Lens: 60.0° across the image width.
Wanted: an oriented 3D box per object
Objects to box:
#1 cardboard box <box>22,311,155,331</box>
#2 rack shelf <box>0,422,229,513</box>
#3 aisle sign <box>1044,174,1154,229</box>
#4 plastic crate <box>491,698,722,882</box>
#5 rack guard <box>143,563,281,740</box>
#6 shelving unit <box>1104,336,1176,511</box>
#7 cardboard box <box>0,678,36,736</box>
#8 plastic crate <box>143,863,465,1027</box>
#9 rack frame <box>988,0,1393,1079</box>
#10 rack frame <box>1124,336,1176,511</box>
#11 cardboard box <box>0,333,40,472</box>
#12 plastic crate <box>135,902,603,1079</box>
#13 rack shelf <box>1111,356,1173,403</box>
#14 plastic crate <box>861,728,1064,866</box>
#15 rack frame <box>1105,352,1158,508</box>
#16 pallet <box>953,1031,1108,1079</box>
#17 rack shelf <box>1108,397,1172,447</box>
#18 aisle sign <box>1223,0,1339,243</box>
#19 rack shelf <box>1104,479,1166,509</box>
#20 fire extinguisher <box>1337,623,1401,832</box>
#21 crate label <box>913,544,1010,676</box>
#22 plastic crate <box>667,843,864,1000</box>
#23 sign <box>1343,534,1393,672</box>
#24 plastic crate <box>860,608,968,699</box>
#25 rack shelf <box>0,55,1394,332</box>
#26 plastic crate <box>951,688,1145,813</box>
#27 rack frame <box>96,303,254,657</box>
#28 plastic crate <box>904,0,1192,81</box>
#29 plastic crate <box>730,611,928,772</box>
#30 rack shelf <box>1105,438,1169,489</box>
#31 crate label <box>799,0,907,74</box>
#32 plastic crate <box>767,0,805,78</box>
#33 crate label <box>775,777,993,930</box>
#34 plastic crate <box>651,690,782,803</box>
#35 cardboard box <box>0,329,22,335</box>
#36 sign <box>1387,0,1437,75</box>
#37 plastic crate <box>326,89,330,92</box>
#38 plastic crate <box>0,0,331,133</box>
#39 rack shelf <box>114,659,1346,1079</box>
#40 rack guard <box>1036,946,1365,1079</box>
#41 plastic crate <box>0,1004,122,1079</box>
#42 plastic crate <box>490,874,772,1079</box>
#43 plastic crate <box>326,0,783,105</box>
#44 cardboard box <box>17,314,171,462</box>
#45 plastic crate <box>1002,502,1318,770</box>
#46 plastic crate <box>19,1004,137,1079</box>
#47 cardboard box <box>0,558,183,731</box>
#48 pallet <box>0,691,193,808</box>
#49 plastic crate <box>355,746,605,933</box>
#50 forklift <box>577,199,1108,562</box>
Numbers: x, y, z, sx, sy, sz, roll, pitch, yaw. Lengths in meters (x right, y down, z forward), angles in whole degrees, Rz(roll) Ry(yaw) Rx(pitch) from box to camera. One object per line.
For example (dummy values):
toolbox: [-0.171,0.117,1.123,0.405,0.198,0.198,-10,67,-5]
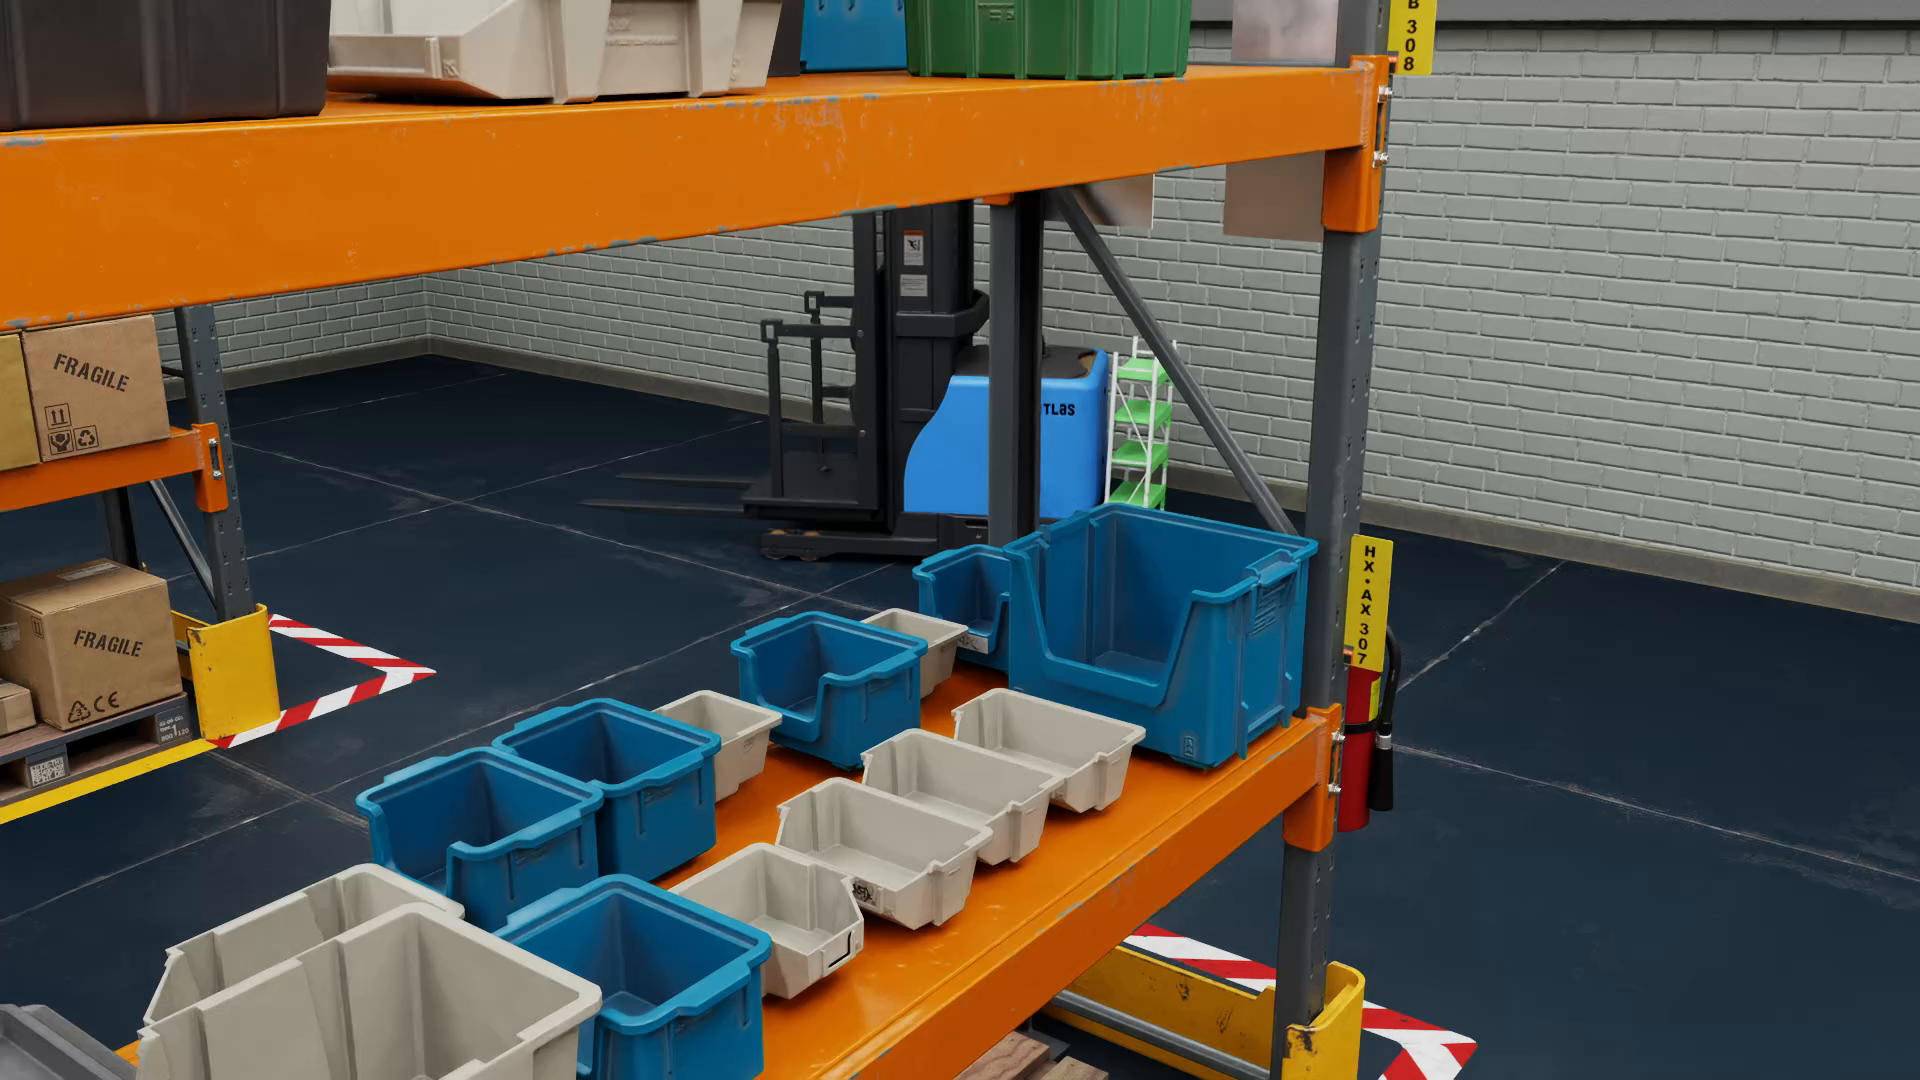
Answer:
cardboard box: [-3.509,-1.112,6.414,0.500,0.500,0.500,12,21,34]
rack shelf: [-4.657,0.078,5.647,1.077,0.370,4.000,12,21,35]
aisle sign: [0.315,-1.177,4.092,0.394,0.787,0.004,12,21,35]
plastic crate: [-0.685,0.500,3.257,0.416,0.233,0.300,12,21,35]
rack guard: [-3.510,0.470,7.387,1.175,0.500,0.348,12,21,35]
shelving unit: [0.997,-0.491,9.285,0.258,1.200,0.503,8,19,17]
cardboard box: [-3.905,0.655,6.613,0.380,0.166,0.250,12,21,35]
plastic crate: [-1.076,0.717,2.722,0.293,0.136,0.466,12,21,35]
rack frame: [0.511,0.134,4.253,1.000,3.000,0.127,12,21,35]
rack frame: [1.073,-0.560,9.507,0.240,1.200,0.015,8,19,17]
cardboard box: [-3.819,-0.511,6.161,0.500,0.500,0.500,13,21,35]
plastic crate: [-0.815,0.784,2.260,0.437,0.282,0.530,12,21,35]
rack shelf: [1.011,-0.886,9.157,0.258,0.148,0.480,8,19,17]
plastic crate: [-0.014,0.524,3.341,0.396,0.136,0.243,12,21,35]
rack frame: [0.921,-0.422,9.064,0.240,1.200,0.015,8,19,17]
pallet: [-0.012,1.656,4.056,1.003,0.211,1.213,12,21,35]
rack shelf: [1.003,-0.658,9.231,0.258,0.148,0.480,8,19,17]
aisle sign: [0.789,-1.072,3.756,0.394,0.787,0.004,12,21,35]
rack shelf: [0.987,-0.202,9.378,0.258,0.148,0.480,8,19,17]
fire extinguisher: [0.966,0.394,4.177,0.296,0.674,0.183,12,21,35]
crate label: [0.099,0.186,4.267,0.416,0.233,0.303,12,21,35]
plastic crate: [-0.322,0.669,2.876,0.298,0.136,0.250,12,21,35]
sign: [0.962,0.150,3.928,0.100,0.325,0.005,12,21,35]
plastic crate: [-0.158,0.294,4.082,0.250,0.136,0.298,12,21,35]
rack shelf: [-0.681,-0.478,2.381,1.077,0.370,4.000,12,21,35]
plastic crate: [0.170,0.458,3.555,0.396,0.136,0.243,12,21,35]
rack frame: [-3.465,-0.742,7.075,1.000,3.000,0.127,12,21,35]
plastic crate: [0.153,-0.912,2.921,0.450,0.188,0.336,12,21,35]
plastic crate: [-0.293,0.343,3.762,0.416,0.233,0.300,12,21,35]
rack shelf: [0.995,-0.430,9.305,0.258,0.148,0.480,8,19,17]
crate label: [-0.298,-1.064,3.306,0.408,0.251,0.502,12,21,35]
plastic crate: [-0.620,-0.953,2.802,0.504,0.338,0.767,12,21,35]
crate label: [-0.160,0.595,3.113,0.396,0.136,0.243,12,21,35]
plastic crate: [-0.562,0.456,3.562,0.250,0.136,0.298,12,21,35]
cardboard box: [-3.810,-0.992,6.026,0.500,0.500,0.500,13,22,36]
sign: [0.962,-1.155,3.523,0.100,0.325,0.005,12,21,35]
plastic crate: [-1.057,-0.768,2.302,0.437,0.282,0.530,12,21,35]
plastic crate: [-0.912,-0.530,1.556,0.497,0.269,0.590,12,21,35]
rack shelf: [-0.681,0.954,2.826,1.077,0.370,4.000,12,21,35]
rack guard: [0.515,1.320,4.650,1.175,0.500,0.348,12,21,35]
plastic crate: [-1.139,0.860,1.709,0.402,0.464,0.583,12,21,35]
plastic crate: [-0.507,0.720,2.548,0.416,0.233,0.300,12,21,35]
plastic crate: [-0.521,-0.636,2.121,0.437,0.136,0.530,12,21,35]
cardboard box: [-3.513,-0.635,6.561,0.500,0.500,0.500,13,22,36]
plastic crate: [0.461,0.202,3.876,0.616,0.435,0.499,12,21,35]
plastic crate: [-1.421,0.876,2.228,0.437,0.125,0.590,12,21,35]
cardboard box: [-3.591,0.415,6.823,0.500,0.500,0.500,12,21,35]
pallet: [-3.984,0.798,6.818,1.003,0.211,1.213,12,21,35]
plastic crate: [-0.864,0.571,3.027,0.416,0.233,0.300,12,21,35]
forklift: [-0.682,-1.429,9.404,3.031,2.935,1.130,3,17,8]
